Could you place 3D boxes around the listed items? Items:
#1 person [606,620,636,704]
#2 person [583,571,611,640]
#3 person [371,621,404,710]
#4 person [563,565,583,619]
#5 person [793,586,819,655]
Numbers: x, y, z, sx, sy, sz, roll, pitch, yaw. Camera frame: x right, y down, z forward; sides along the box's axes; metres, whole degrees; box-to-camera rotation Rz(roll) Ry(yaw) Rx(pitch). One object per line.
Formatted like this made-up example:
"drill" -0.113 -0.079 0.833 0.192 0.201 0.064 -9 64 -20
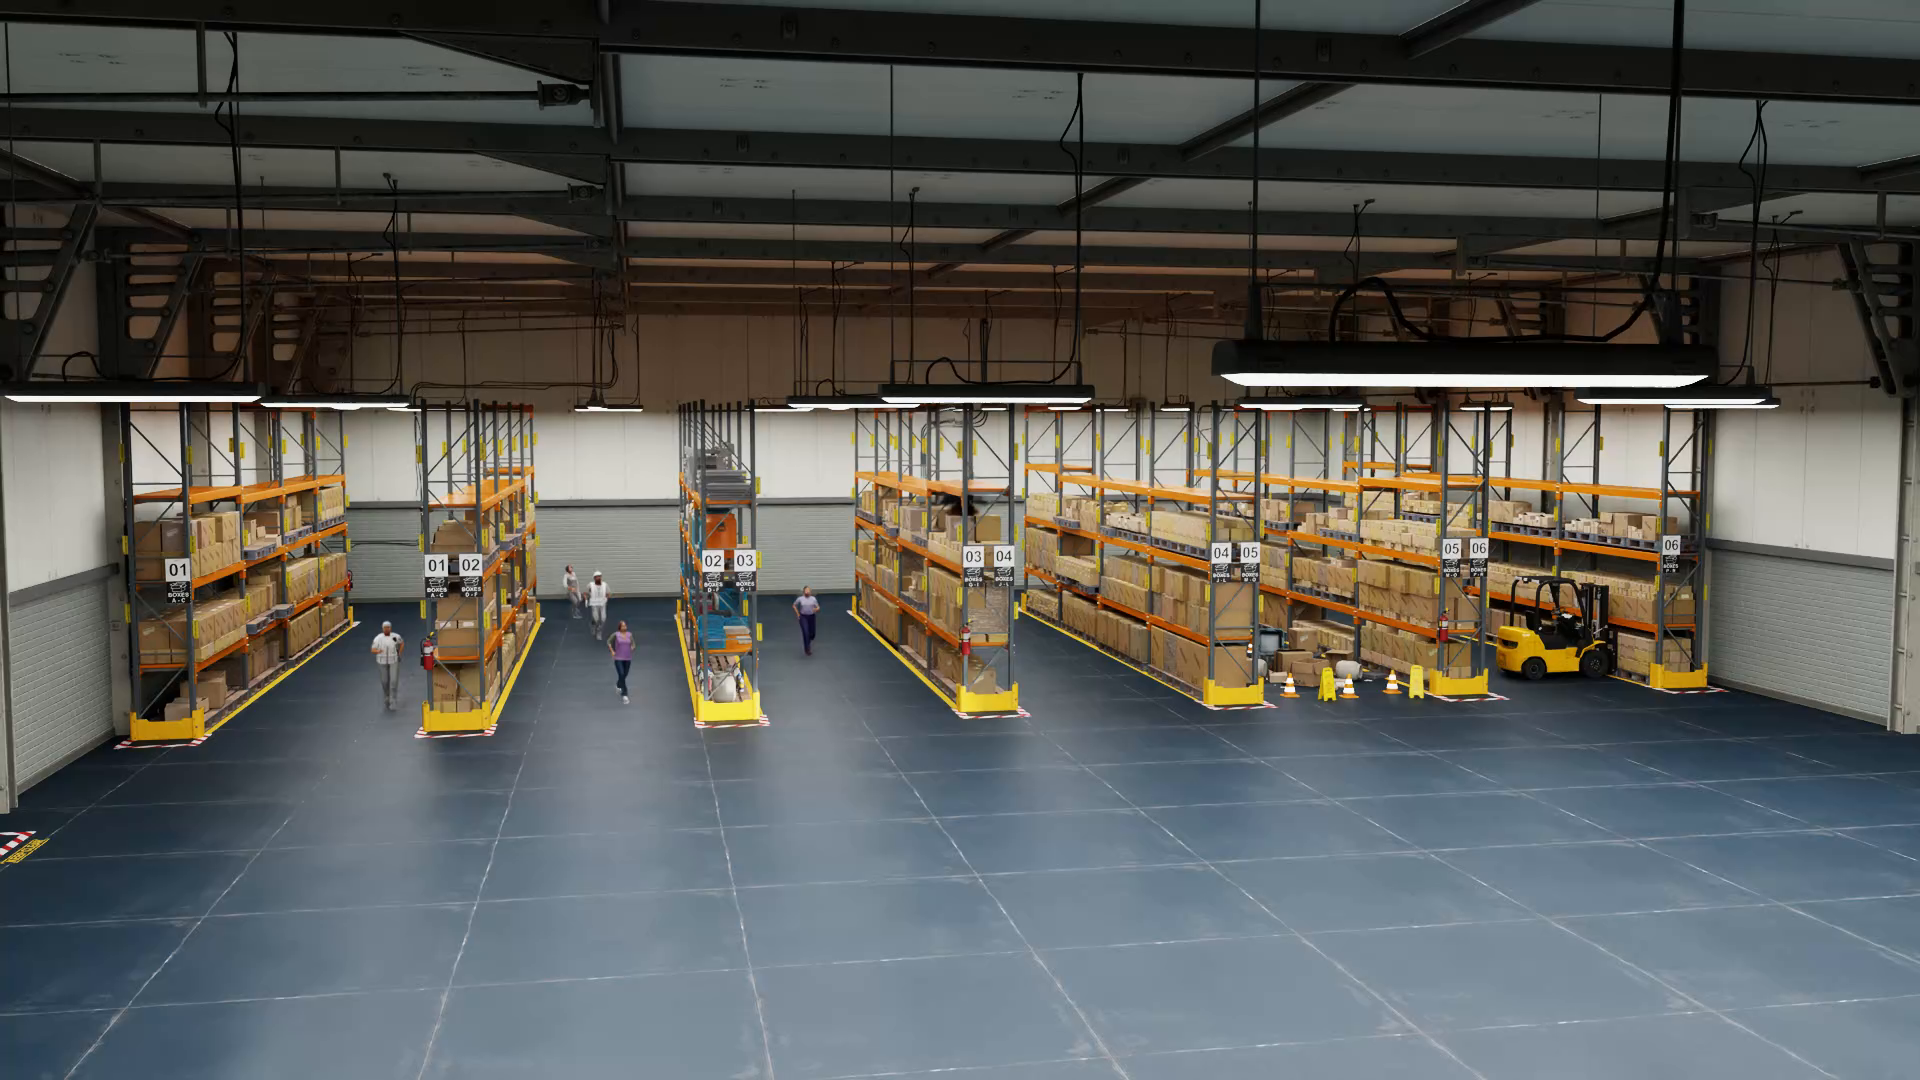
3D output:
"person" -6.745 2.412 33.230 0.539 1.598 0.871 -3 5 -30
"person" -9.193 1.668 42.263 0.683 1.738 0.592 -2 5 -25
"person" -11.188 2.426 32.514 0.604 1.688 0.893 -1 4 -15
"person" -10.800 1.453 46.443 0.506 1.527 0.561 4 6 43
"person" -3.662 1.912 39.800 0.619 1.607 0.851 -2 5 -22
